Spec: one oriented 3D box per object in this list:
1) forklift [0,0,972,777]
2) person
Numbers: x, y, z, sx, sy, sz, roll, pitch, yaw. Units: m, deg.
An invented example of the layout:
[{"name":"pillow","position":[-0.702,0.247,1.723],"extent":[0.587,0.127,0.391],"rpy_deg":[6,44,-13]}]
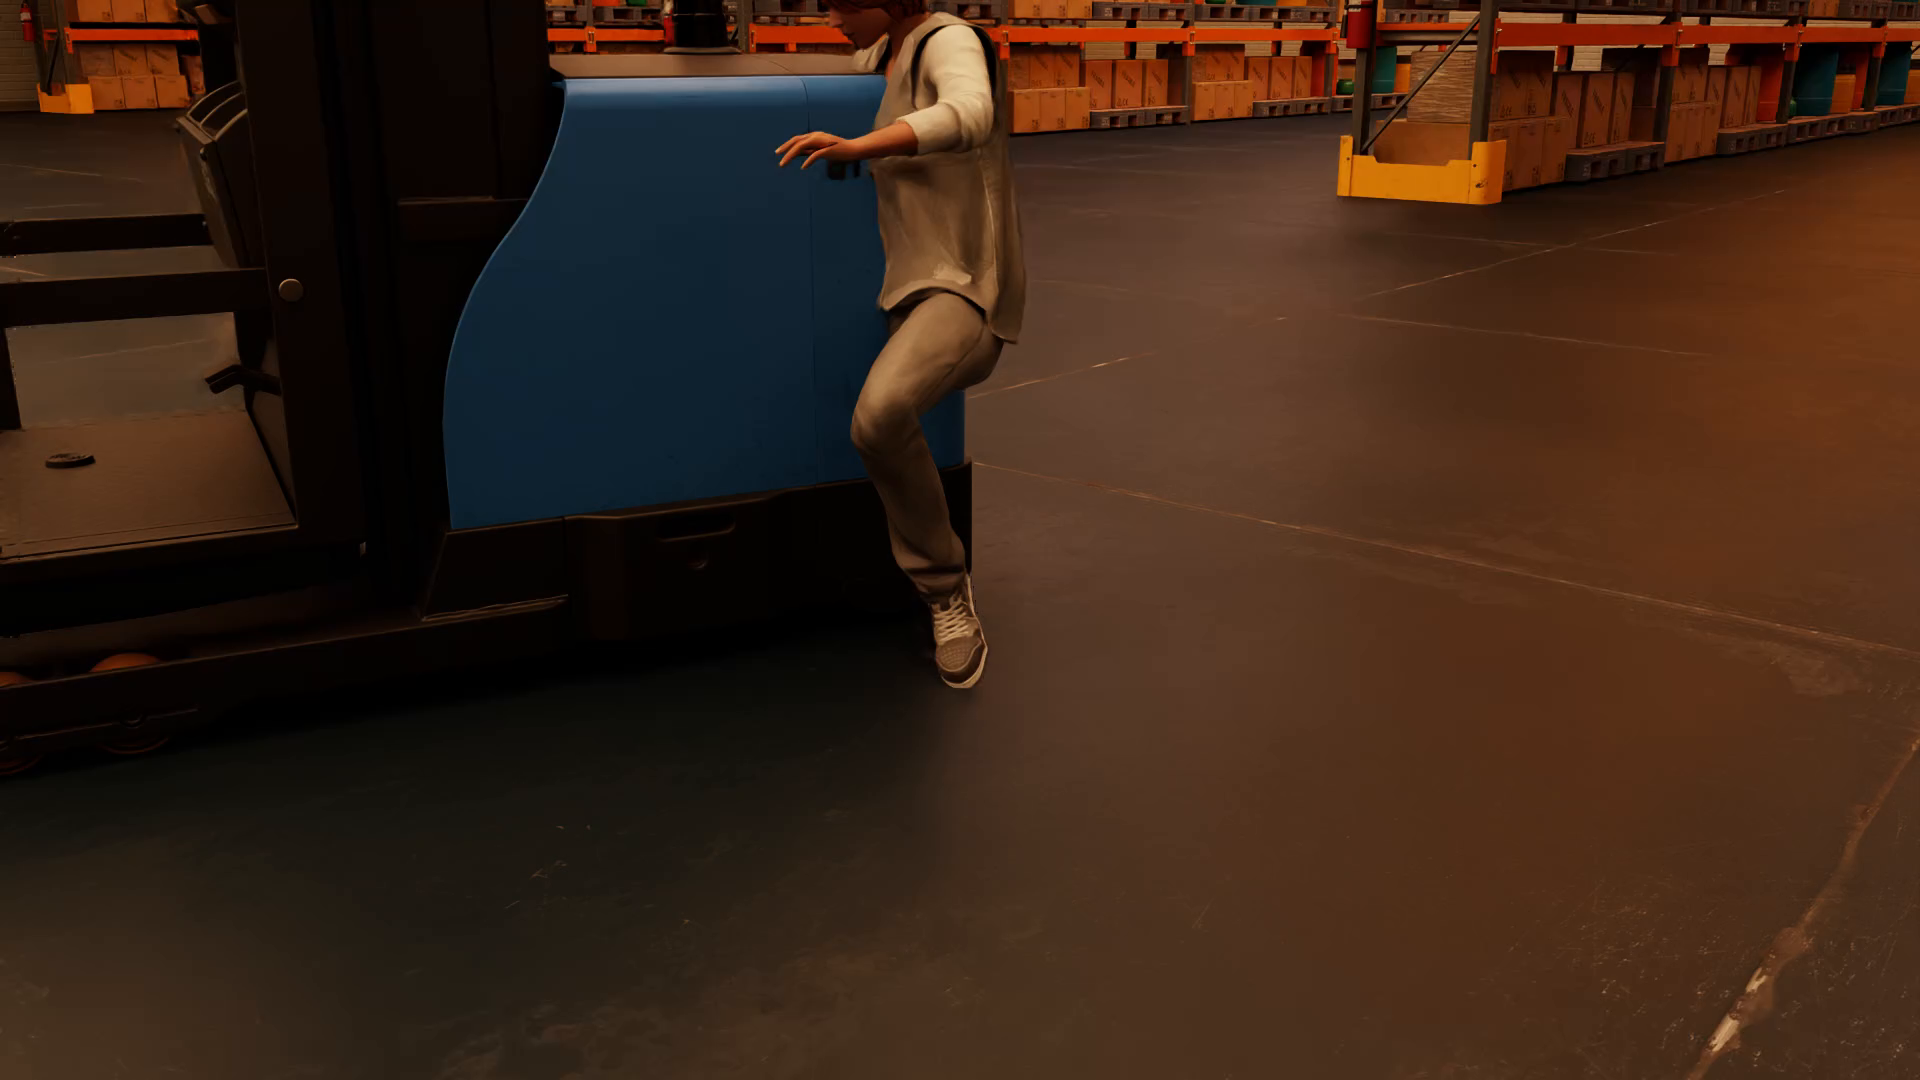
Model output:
[{"name":"forklift","position":[-1.528,-1.195,2.833],"extent":[3.031,2.935,1.130],"rpy_deg":[-8,19,-26]},{"name":"person","position":[-0.226,-0.451,3.148],"extent":[0.672,1.338,0.879],"rpy_deg":[-8,19,-24]}]
